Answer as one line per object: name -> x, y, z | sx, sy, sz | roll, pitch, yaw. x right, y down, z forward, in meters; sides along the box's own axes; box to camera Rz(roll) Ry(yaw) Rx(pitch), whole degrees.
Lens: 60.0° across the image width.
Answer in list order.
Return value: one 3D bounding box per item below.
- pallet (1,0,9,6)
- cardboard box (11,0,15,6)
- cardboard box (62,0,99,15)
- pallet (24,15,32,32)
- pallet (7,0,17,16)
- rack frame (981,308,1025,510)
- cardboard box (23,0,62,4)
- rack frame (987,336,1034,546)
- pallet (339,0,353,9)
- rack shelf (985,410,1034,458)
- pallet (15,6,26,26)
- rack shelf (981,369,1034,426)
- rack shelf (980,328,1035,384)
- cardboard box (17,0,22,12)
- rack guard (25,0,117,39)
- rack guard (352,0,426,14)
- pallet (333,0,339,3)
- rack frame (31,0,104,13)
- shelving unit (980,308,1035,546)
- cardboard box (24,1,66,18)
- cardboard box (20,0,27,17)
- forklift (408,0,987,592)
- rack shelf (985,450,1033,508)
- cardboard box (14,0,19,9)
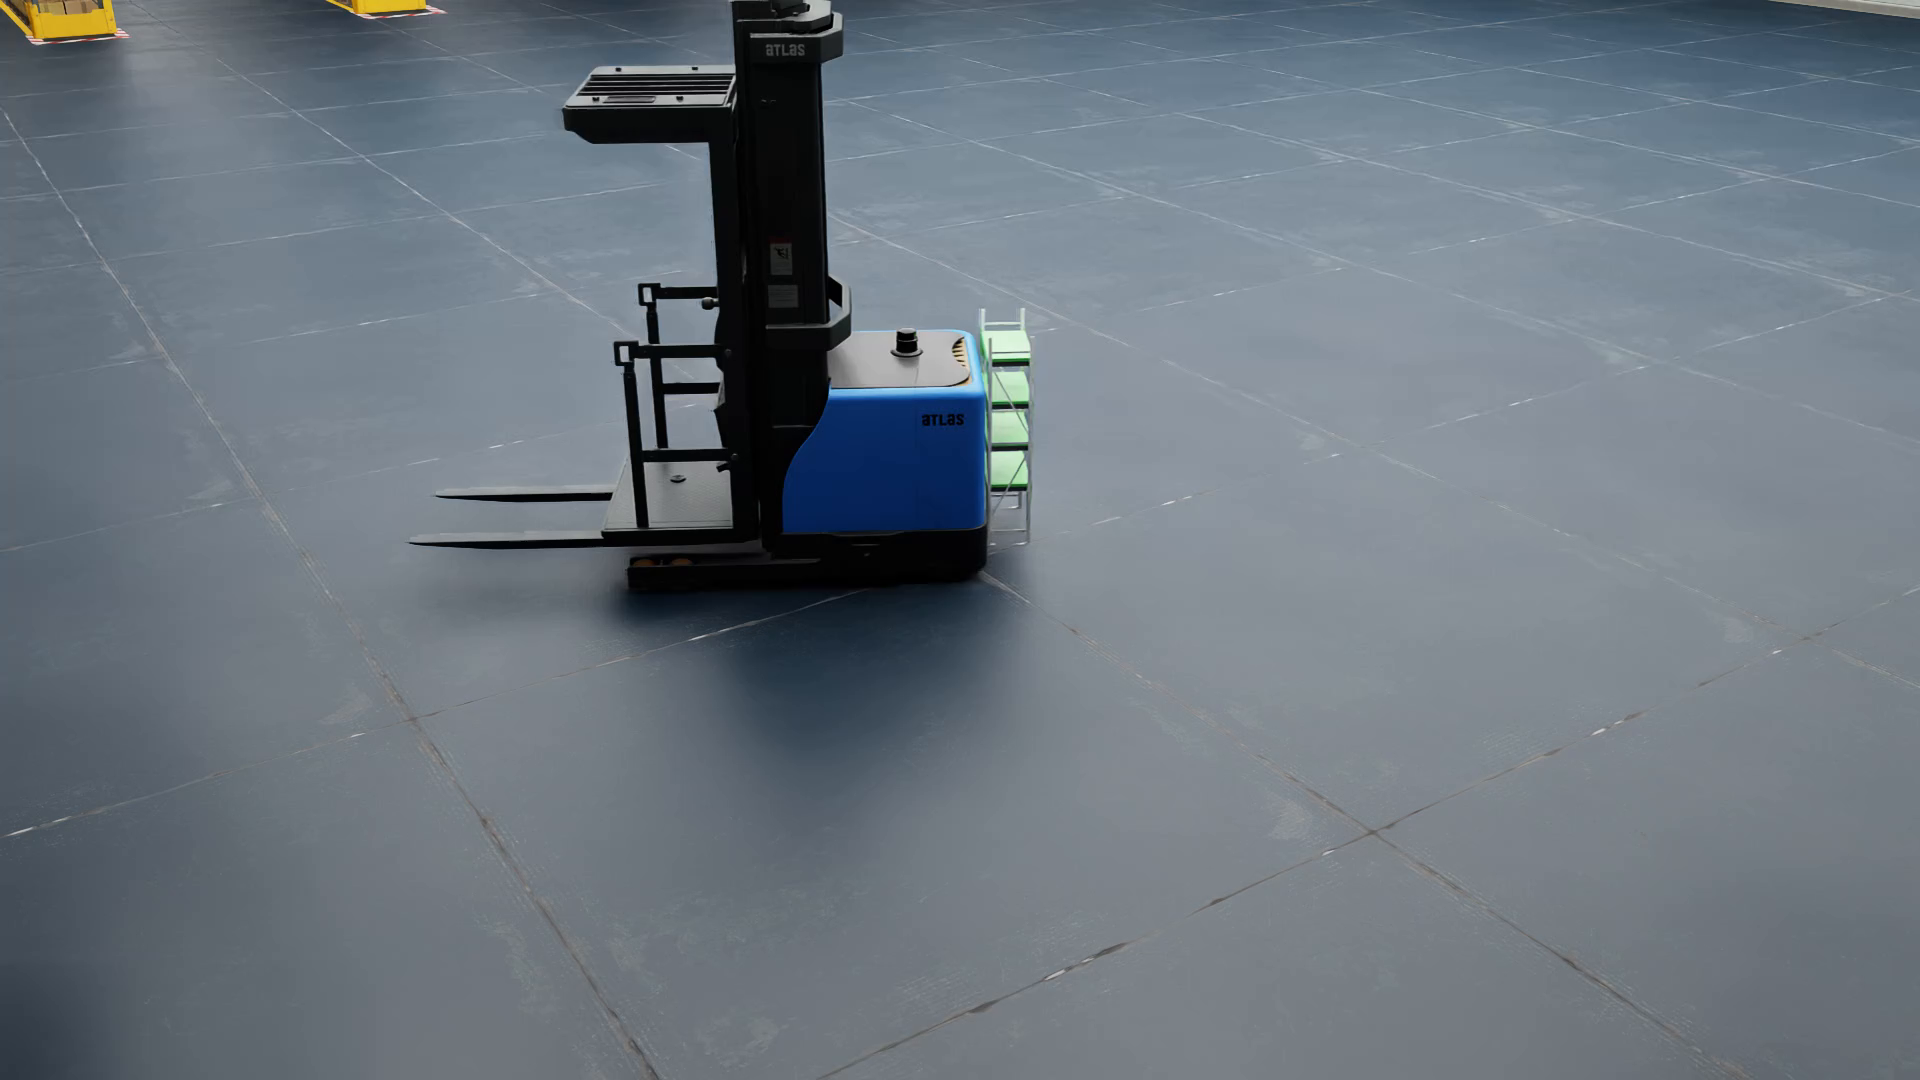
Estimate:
pallet -> -16.449, -9.686, 29.520 | 1.003, 0.211, 1.213 | -16, 29, -30
cardboard box -> -15.477, -9.042, 27.619 | 0.500, 0.250, 0.500 | -16, 29, -30
cardboard box -> -13.936, -8.452, 26.368 | 0.500, 0.250, 0.500 | -16, 29, -30
pallet -> -14.283, -8.264, 26.509 | 1.003, 0.211, 1.213 | -16, 29, -30
pallet -> -15.615, -9.137, 28.358 | 1.003, 0.211, 1.213 | -16, 29, -30
rack frame -> 0.236, -0.725, 9.379 | 0.240, 1.200, 0.015 | -2, 25, -3
cardboard box -> -14.372, -8.670, 25.952 | 0.500, 0.500, 0.500 | -16, 29, -30
rack frame -> 0.268, -0.517, 8.939 | 0.240, 1.200, 0.015 | -2, 25, -3
pallet -> -10.198, -9.462, 29.045 | 1.003, 0.211, 1.213 | -16, 29, -30
rack shelf -> 0.252, -0.563, 9.187 | 0.258, 0.148, 0.480 | -2, 25, -3
pallet -> -14.945, -8.700, 27.432 | 1.003, 0.211, 1.213 | -16, 29, -30
rack shelf -> 0.252, -0.780, 9.084 | 0.258, 0.148, 0.480 | -2, 25, -3
rack shelf -> 0.252, -0.997, 8.982 | 0.258, 0.148, 0.480 | -2, 25, -3
cardboard box -> -14.928, -8.685, 26.864 | 0.500, 0.250, 0.500 | -16, 29, -30
rack guard -> -13.817, -8.123, 25.870 | 1.175, 0.500, 0.348 | -16, 29, -30
rack guard -> -9.759, -9.300, 28.365 | 1.175, 0.500, 0.348 | -16, 29, -30
pallet -> -10.860, -9.898, 29.969 | 1.003, 0.211, 1.213 | -16, 29, -30
rack frame -> -13.830, -9.262, 25.355 | 1.000, 3.000, 0.127 | -16, 29, -30
shelving unit -> 0.252, -0.621, 9.159 | 0.258, 1.200, 0.503 | -2, 25, -3
cardboard box -> -14.370, -8.331, 26.113 | 0.500, 0.250, 0.500 | -16, 29, -30
cardboard box -> -14.653, -8.507, 26.486 | 0.500, 0.250, 0.500 | -16, 29, -30
forklift -> -1.394, -1.288, 8.545 | 3.031, 2.935, 1.130 | -1, 25, -3
rack shelf -> 0.252, -0.346, 9.289 | 0.258, 0.148, 0.480 | -2, 25, -3
cardboard box -> -15.199, -8.865, 27.243 | 0.500, 0.250, 0.500 | -16, 29, -30
